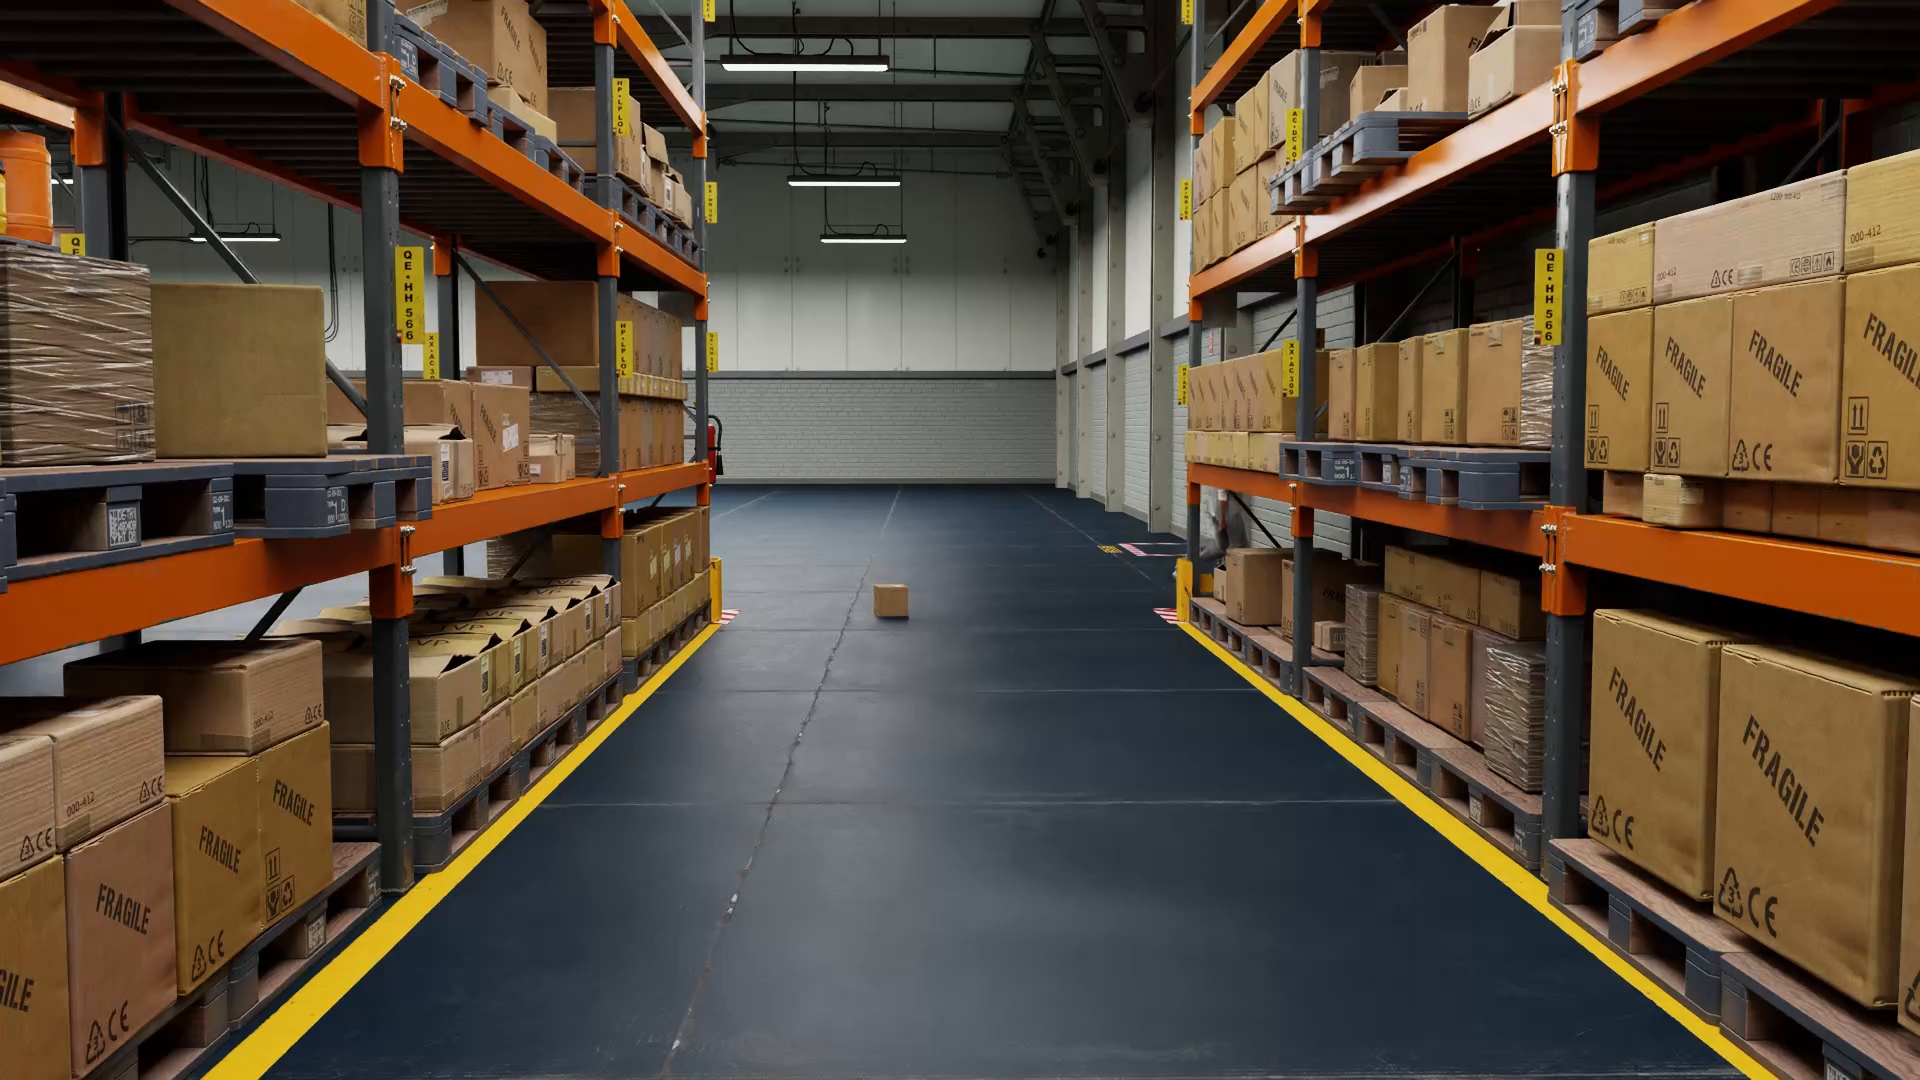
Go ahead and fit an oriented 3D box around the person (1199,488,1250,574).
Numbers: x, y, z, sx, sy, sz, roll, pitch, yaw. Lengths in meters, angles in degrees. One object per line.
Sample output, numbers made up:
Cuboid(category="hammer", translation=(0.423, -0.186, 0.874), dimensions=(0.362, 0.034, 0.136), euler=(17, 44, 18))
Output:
Cuboid(category="person", translation=(2.398, -0.243, 15.052), dimensions=(0.682, 1.579, 0.445), euler=(0, 4, -7))
